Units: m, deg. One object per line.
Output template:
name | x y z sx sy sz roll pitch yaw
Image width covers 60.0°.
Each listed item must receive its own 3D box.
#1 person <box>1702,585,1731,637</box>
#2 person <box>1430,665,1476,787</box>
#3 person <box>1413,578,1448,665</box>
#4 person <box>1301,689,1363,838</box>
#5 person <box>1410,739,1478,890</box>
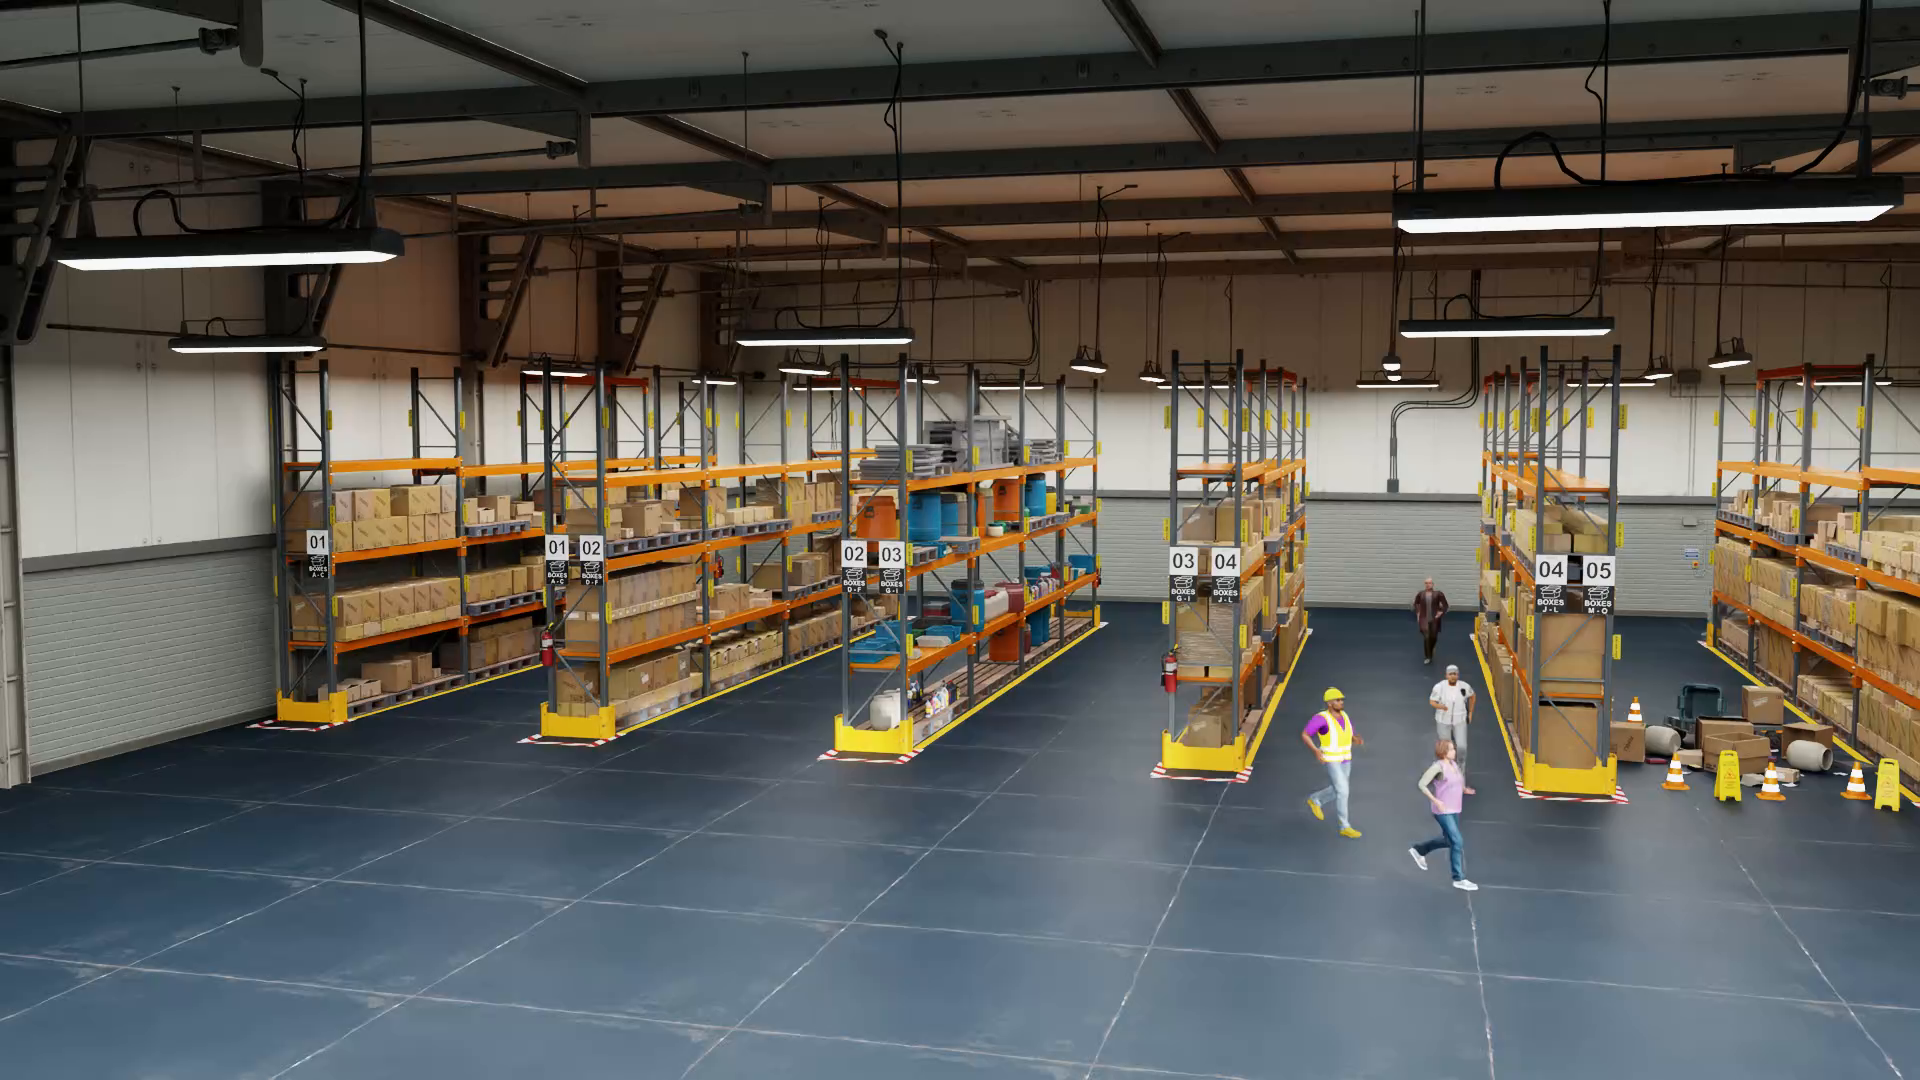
person | 17.366 1.401 38.048 0.864 1.727 0.725 4 6 44
person | 6.800 2.545 22.971 0.615 1.682 0.783 1 4 15
person | 9.712 1.668 34.359 0.706 1.763 0.761 2 4 21
person | 4.534 2.671 20.179 0.713 1.747 0.929 -3 5 -37
person | 5.200 2.921 17.889 0.841 1.570 0.546 4 6 44
